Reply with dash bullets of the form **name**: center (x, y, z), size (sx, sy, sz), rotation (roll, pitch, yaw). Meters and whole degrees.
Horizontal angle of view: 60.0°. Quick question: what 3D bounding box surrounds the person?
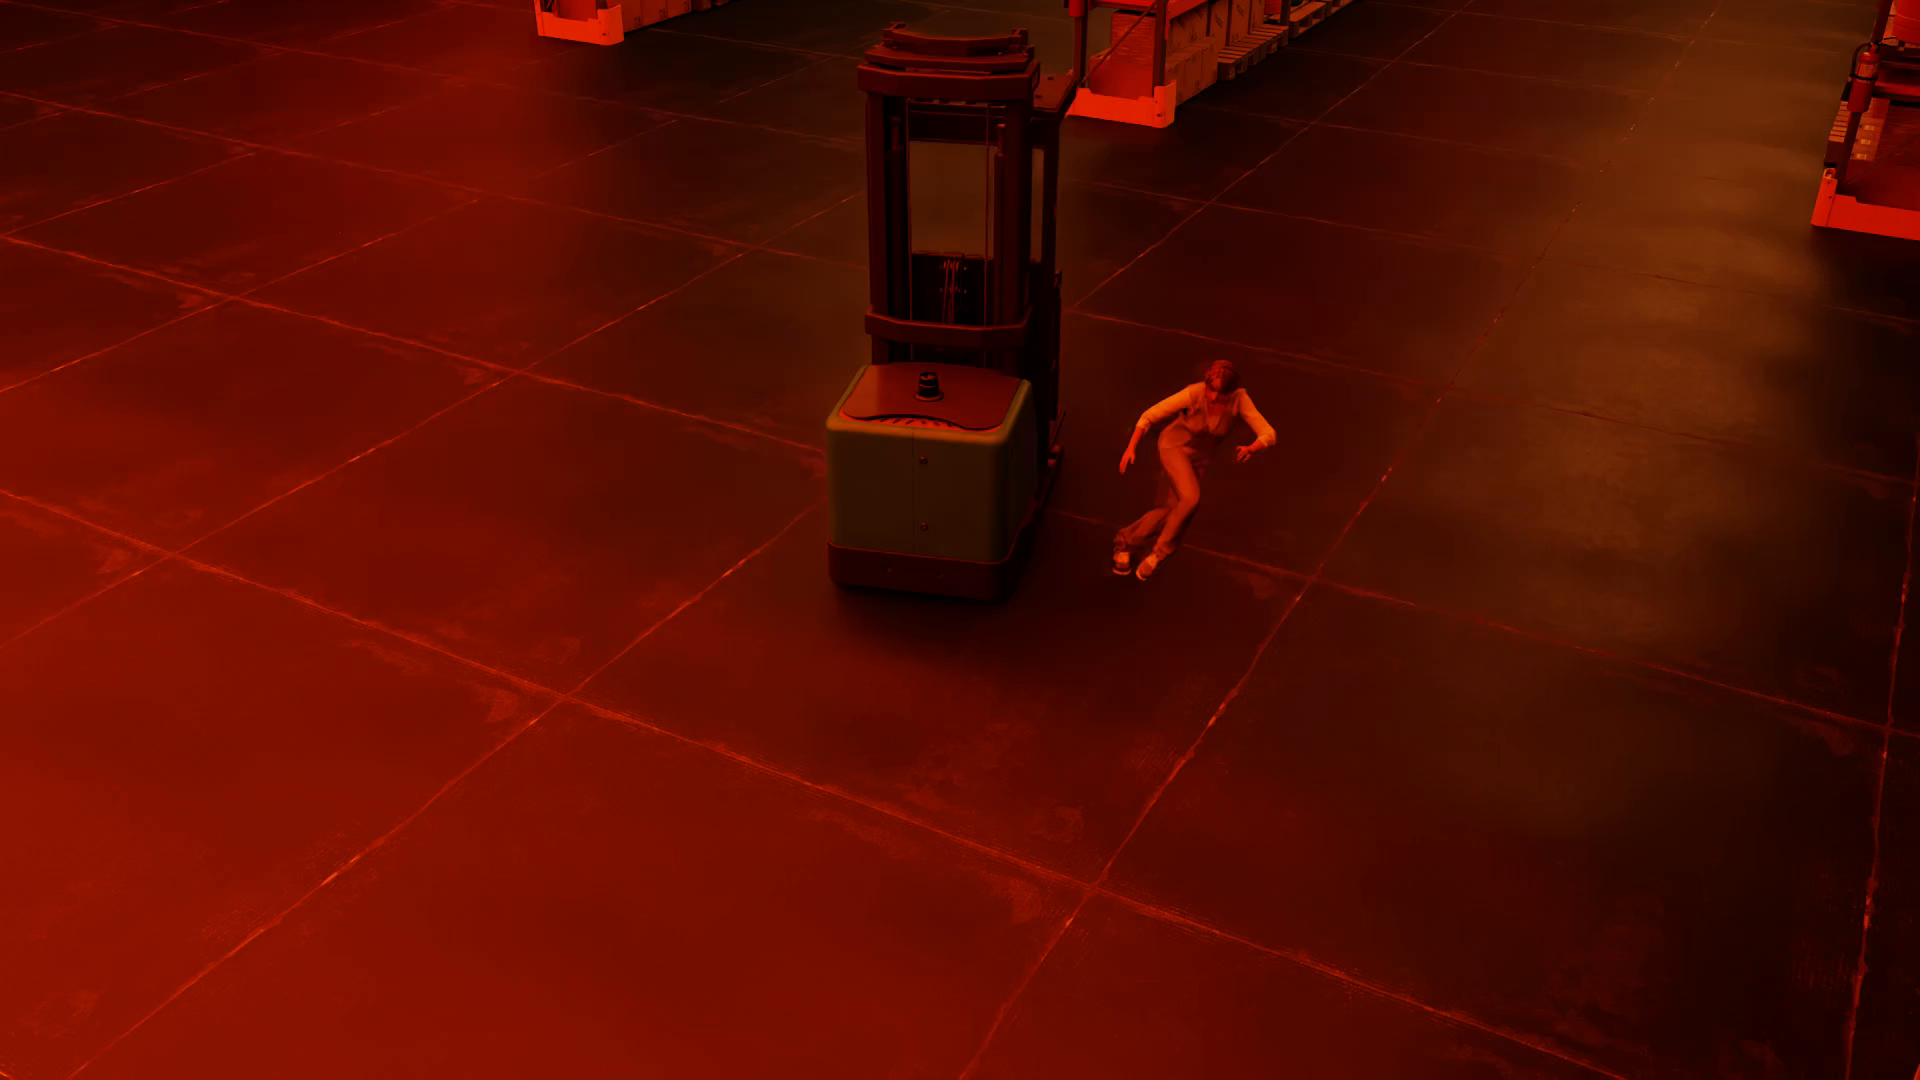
- **person**: center (1.279, -0.368, 9.286), size (0.837, 1.369, 0.807), rotation (-8, 31, -14)

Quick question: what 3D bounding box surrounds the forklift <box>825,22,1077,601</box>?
- **forklift**: center (0.062, -1.653, 9.935), size (1.130, 2.935, 3.031), rotation (6, 31, 10)
